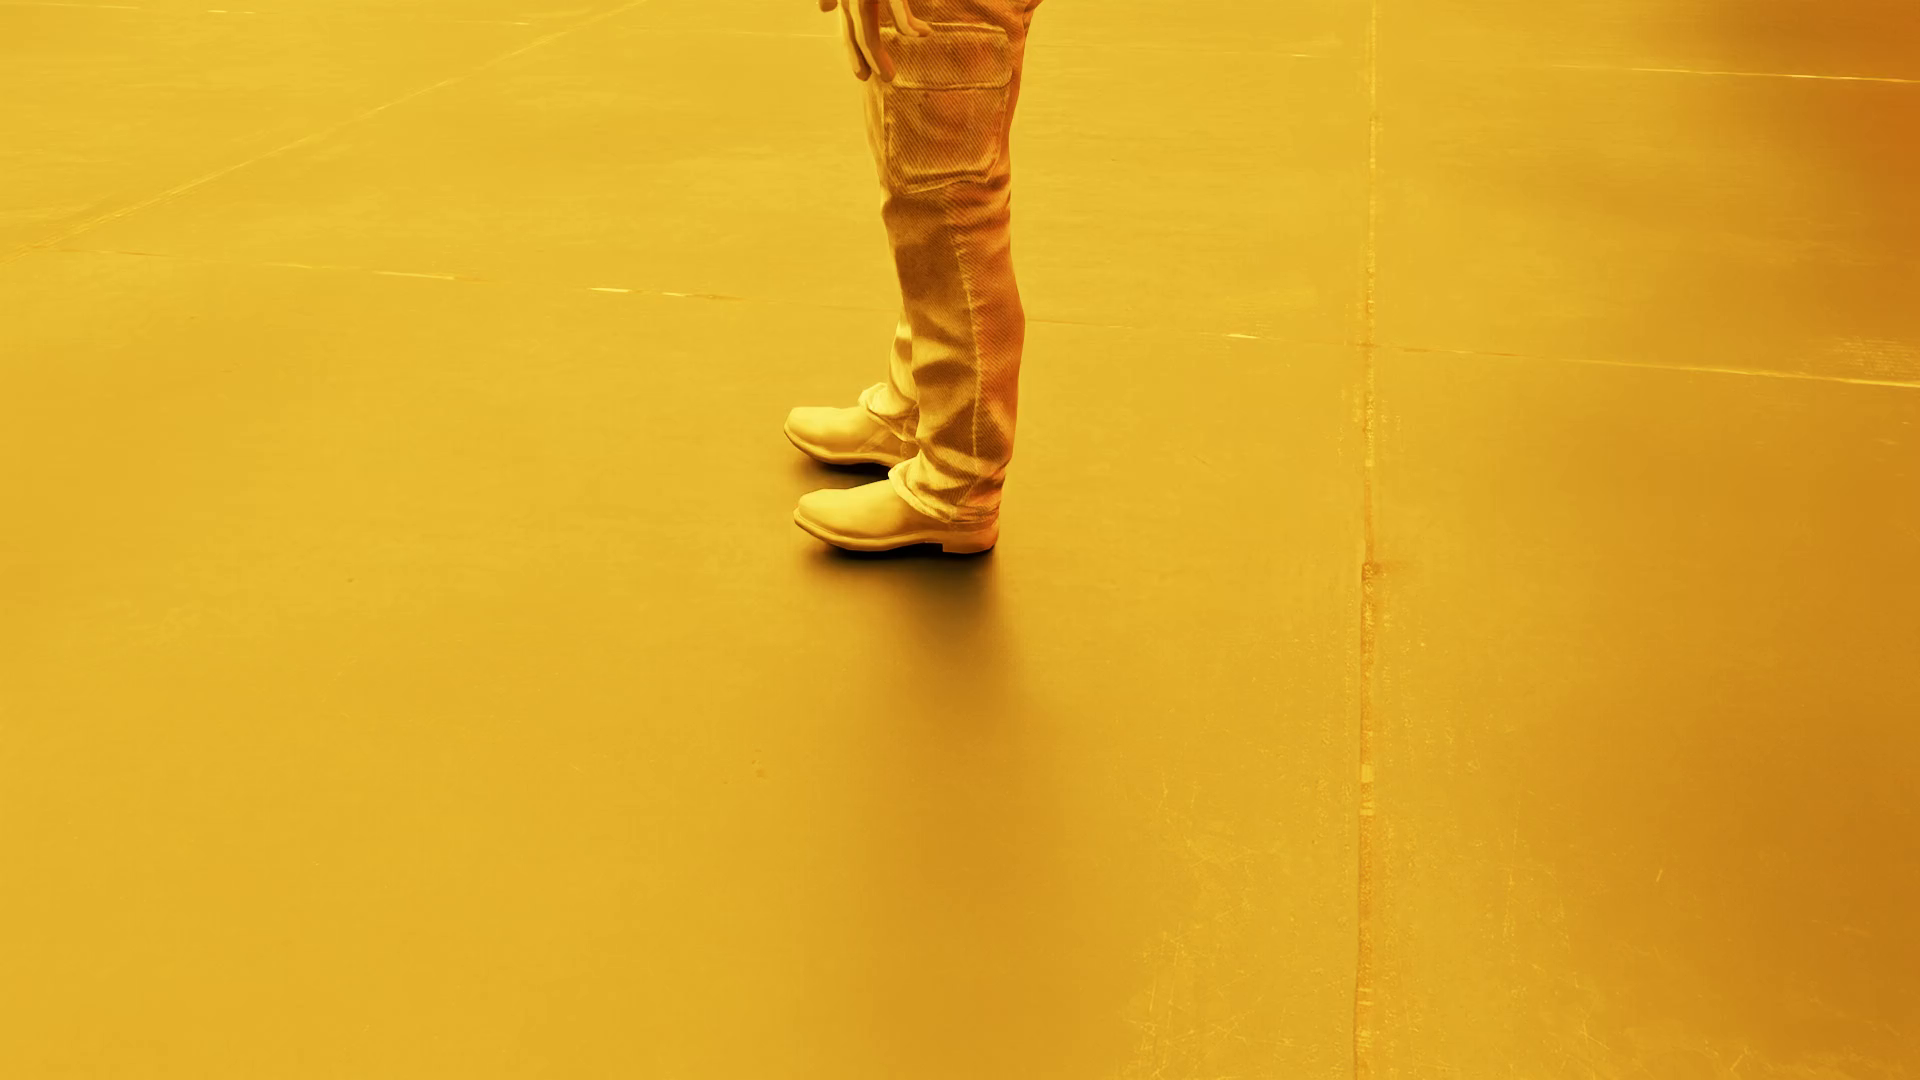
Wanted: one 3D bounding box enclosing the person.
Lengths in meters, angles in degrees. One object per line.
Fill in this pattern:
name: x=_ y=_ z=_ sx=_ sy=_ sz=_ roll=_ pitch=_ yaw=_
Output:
person: x=-0.069 y=-0.814 z=2.117 sx=0.575 sy=1.785 sz=0.657 roll=6 pitch=27 yaw=11
